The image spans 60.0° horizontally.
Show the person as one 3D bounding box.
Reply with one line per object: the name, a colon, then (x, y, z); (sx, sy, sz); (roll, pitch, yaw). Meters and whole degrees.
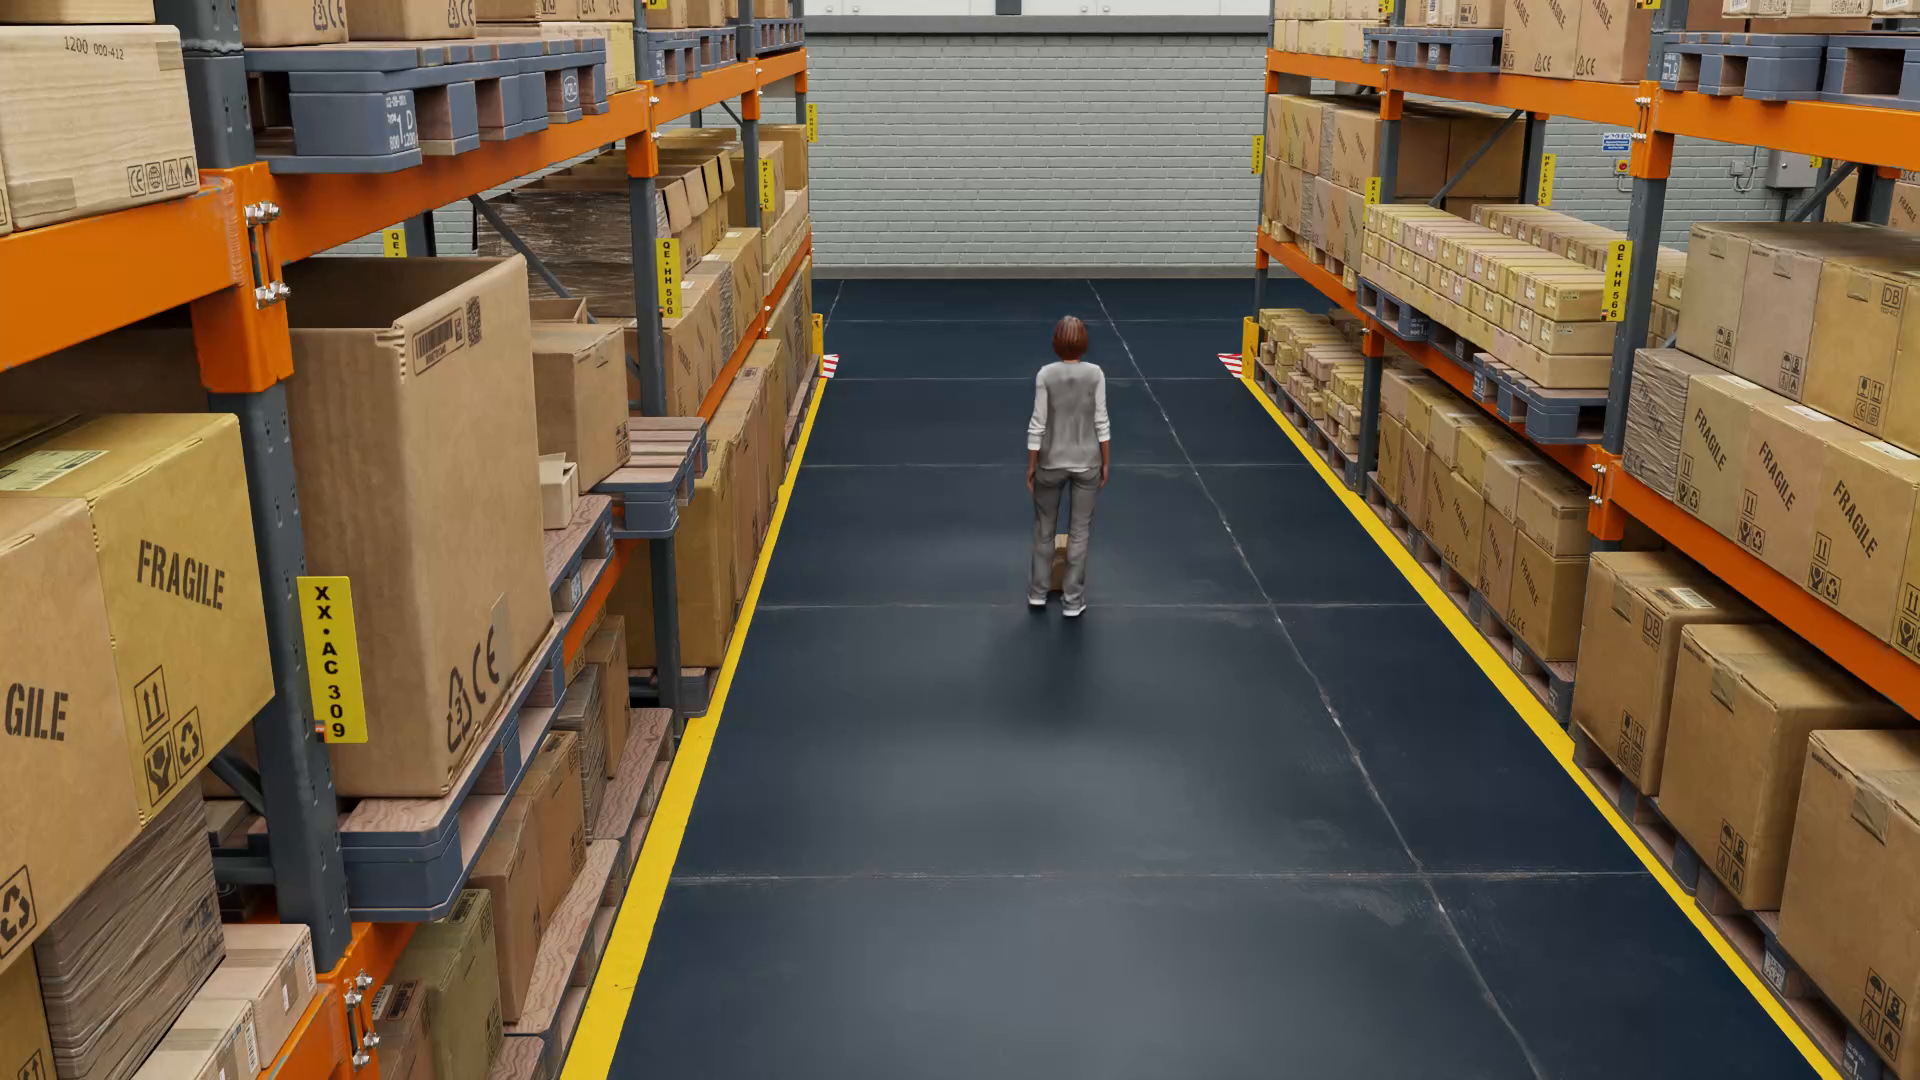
person: (0.566, -0.396, 8.814); (0.438, 1.604, 0.496); (0, 17, -1)
